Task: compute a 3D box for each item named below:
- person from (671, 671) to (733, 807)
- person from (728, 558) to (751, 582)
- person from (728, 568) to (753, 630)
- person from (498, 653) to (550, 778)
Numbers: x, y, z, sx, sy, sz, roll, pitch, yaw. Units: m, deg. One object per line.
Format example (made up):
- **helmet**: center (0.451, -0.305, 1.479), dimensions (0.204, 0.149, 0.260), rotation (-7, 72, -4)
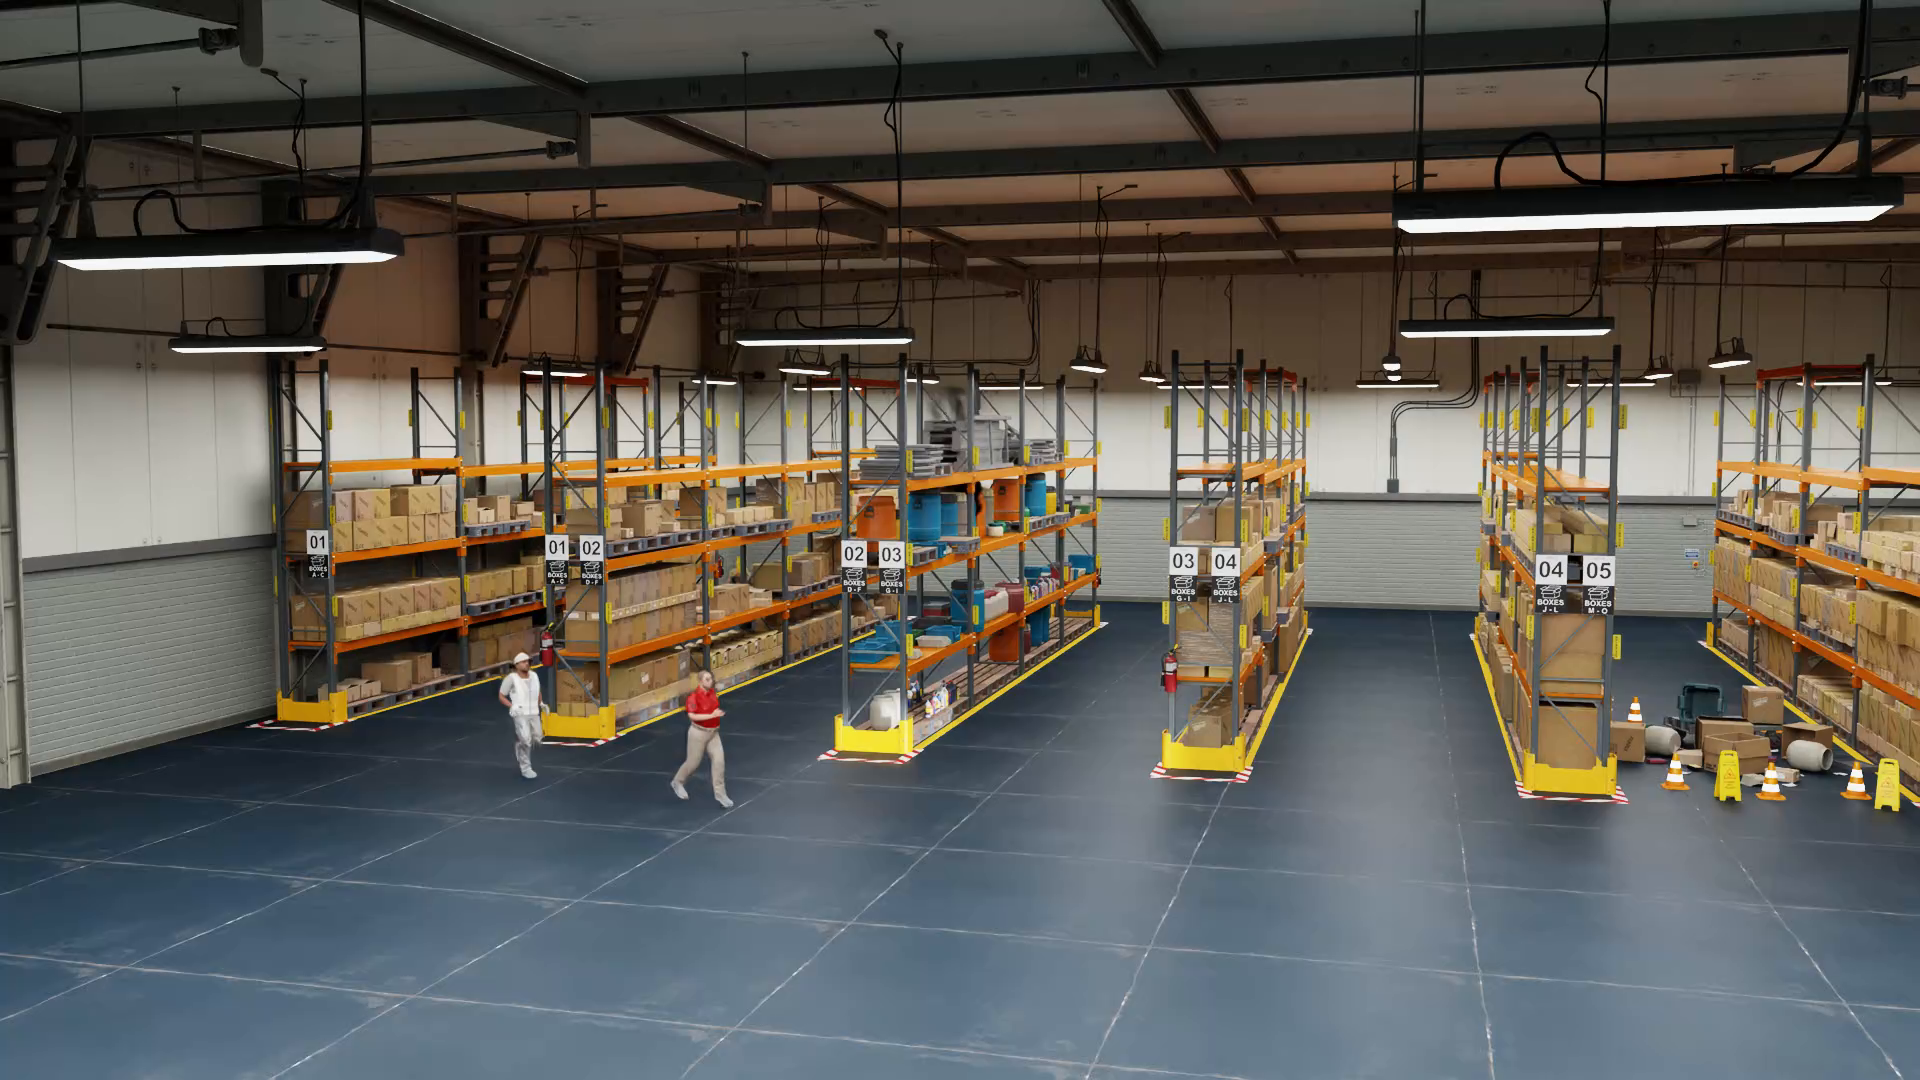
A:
- **person**: center (-3.356, 2.564, 21.637), dimensions (0.959, 1.744, 0.649), rotation (3, 5, 34)
- **person**: center (-5.427, 1.253, 40.746), dimensions (0.562, 1.639, 0.539), rotation (0, 4, 6)
- **person**: center (-5.015, 1.451, 38.140), dimensions (0.649, 1.650, 0.725), rotation (1, 4, 15)
- **person**: center (-6.178, 2.456, 23.450), dimensions (0.616, 1.740, 0.683), rotation (4, 6, 42)
